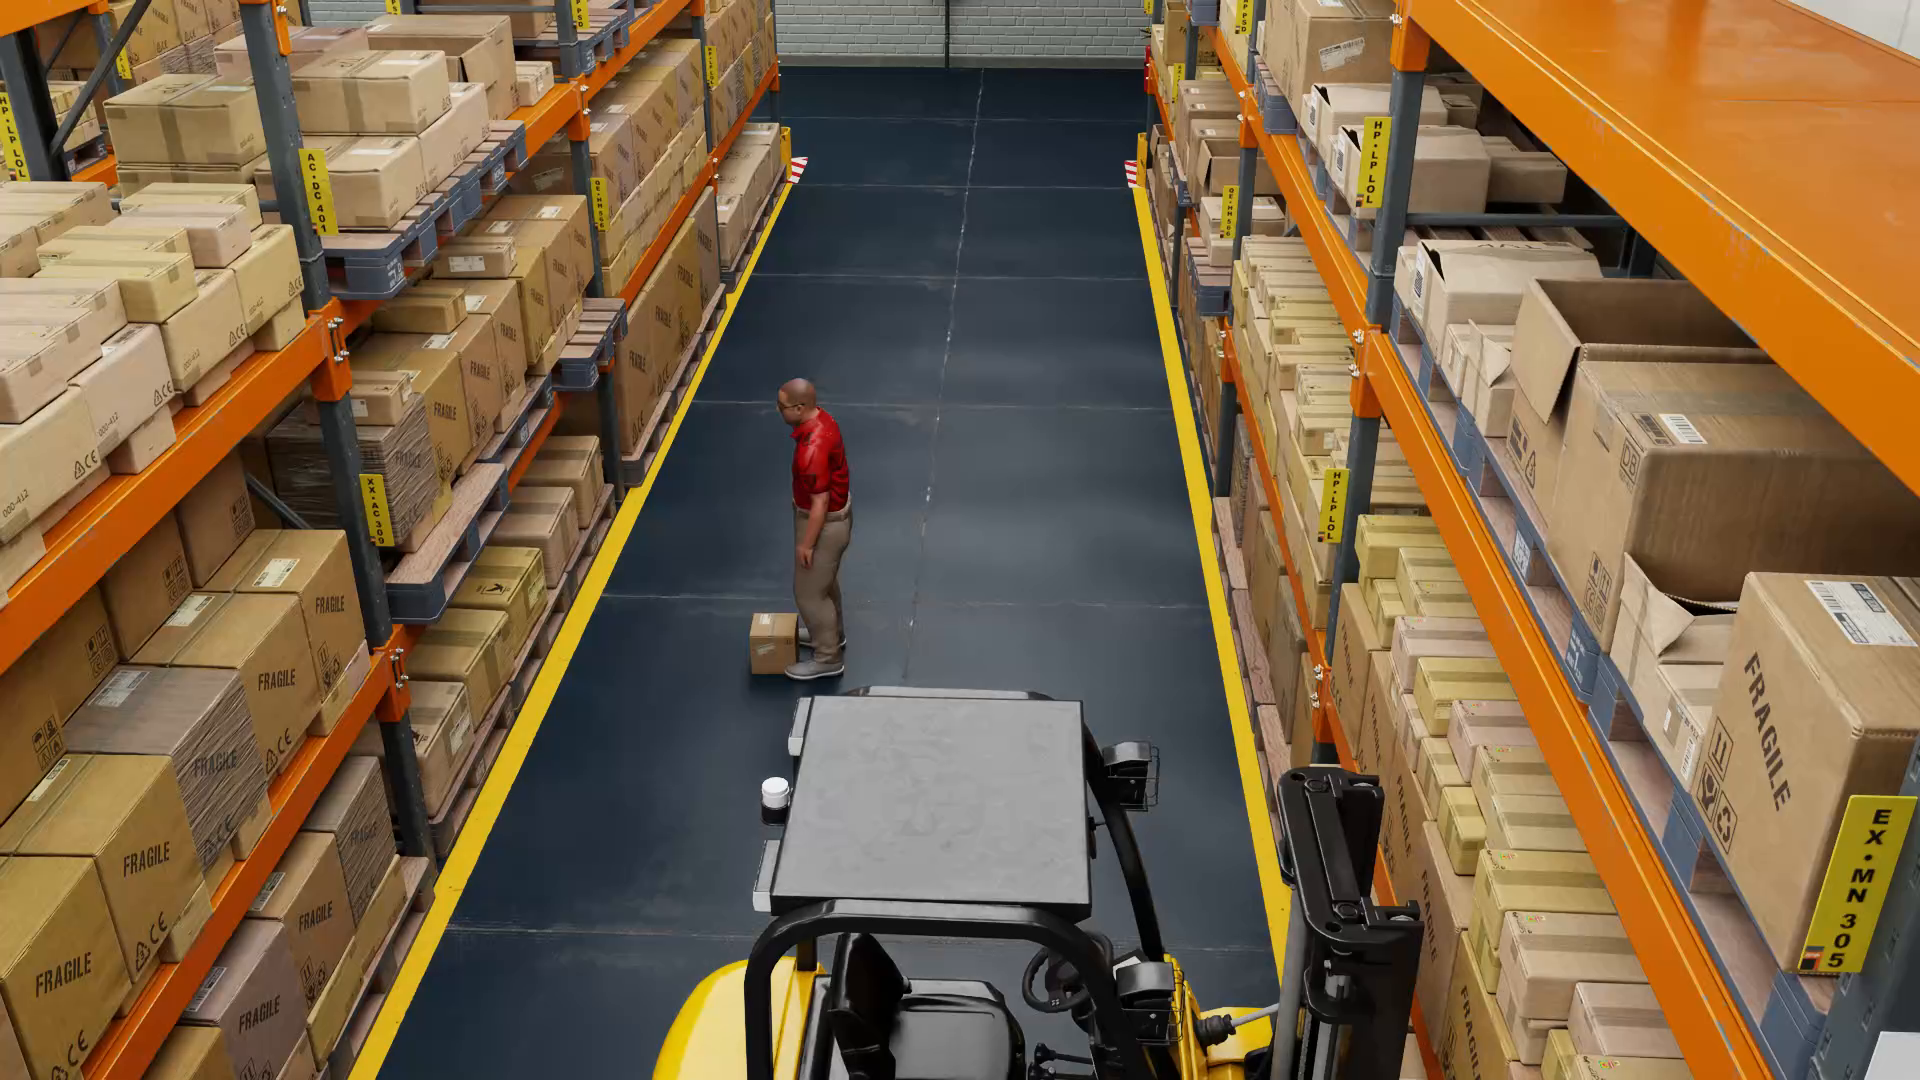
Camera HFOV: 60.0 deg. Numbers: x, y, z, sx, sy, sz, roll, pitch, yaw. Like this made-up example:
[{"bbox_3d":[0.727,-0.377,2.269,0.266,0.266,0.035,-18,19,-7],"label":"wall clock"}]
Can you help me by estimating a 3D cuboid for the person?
[{"bbox_3d":[-0.783,-0.077,9.016,0.391,1.726,0.584,0,28,1],"label":"person"}]
